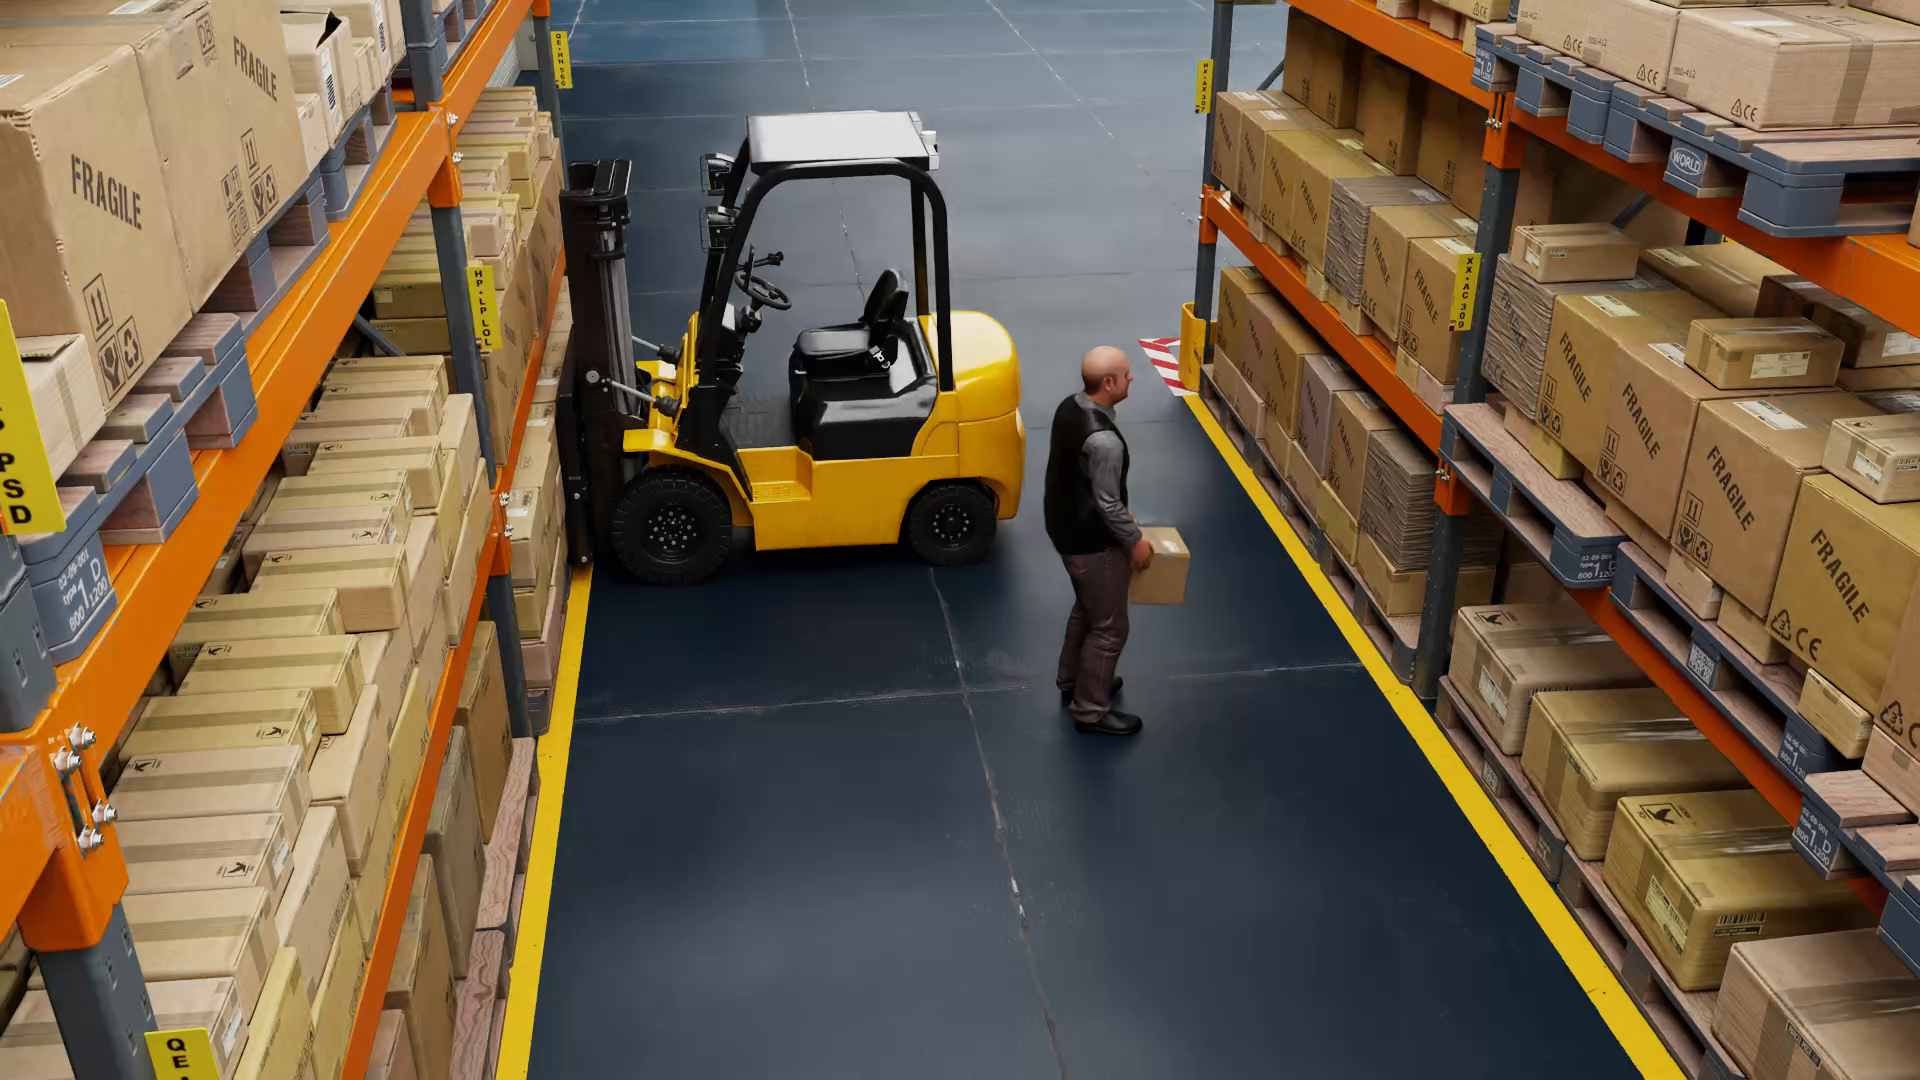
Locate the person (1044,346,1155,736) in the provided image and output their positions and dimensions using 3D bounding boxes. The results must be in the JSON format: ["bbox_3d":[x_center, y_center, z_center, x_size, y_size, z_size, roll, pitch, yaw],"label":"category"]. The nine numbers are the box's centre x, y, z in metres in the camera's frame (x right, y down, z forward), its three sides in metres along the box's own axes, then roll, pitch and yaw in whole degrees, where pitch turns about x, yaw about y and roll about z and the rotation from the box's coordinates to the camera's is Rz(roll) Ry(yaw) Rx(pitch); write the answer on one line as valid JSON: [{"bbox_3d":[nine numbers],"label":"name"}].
[{"bbox_3d":[0.583,-0.011,7.159,0.446,1.727,0.551,-4,27,-8],"label":"person"}]
